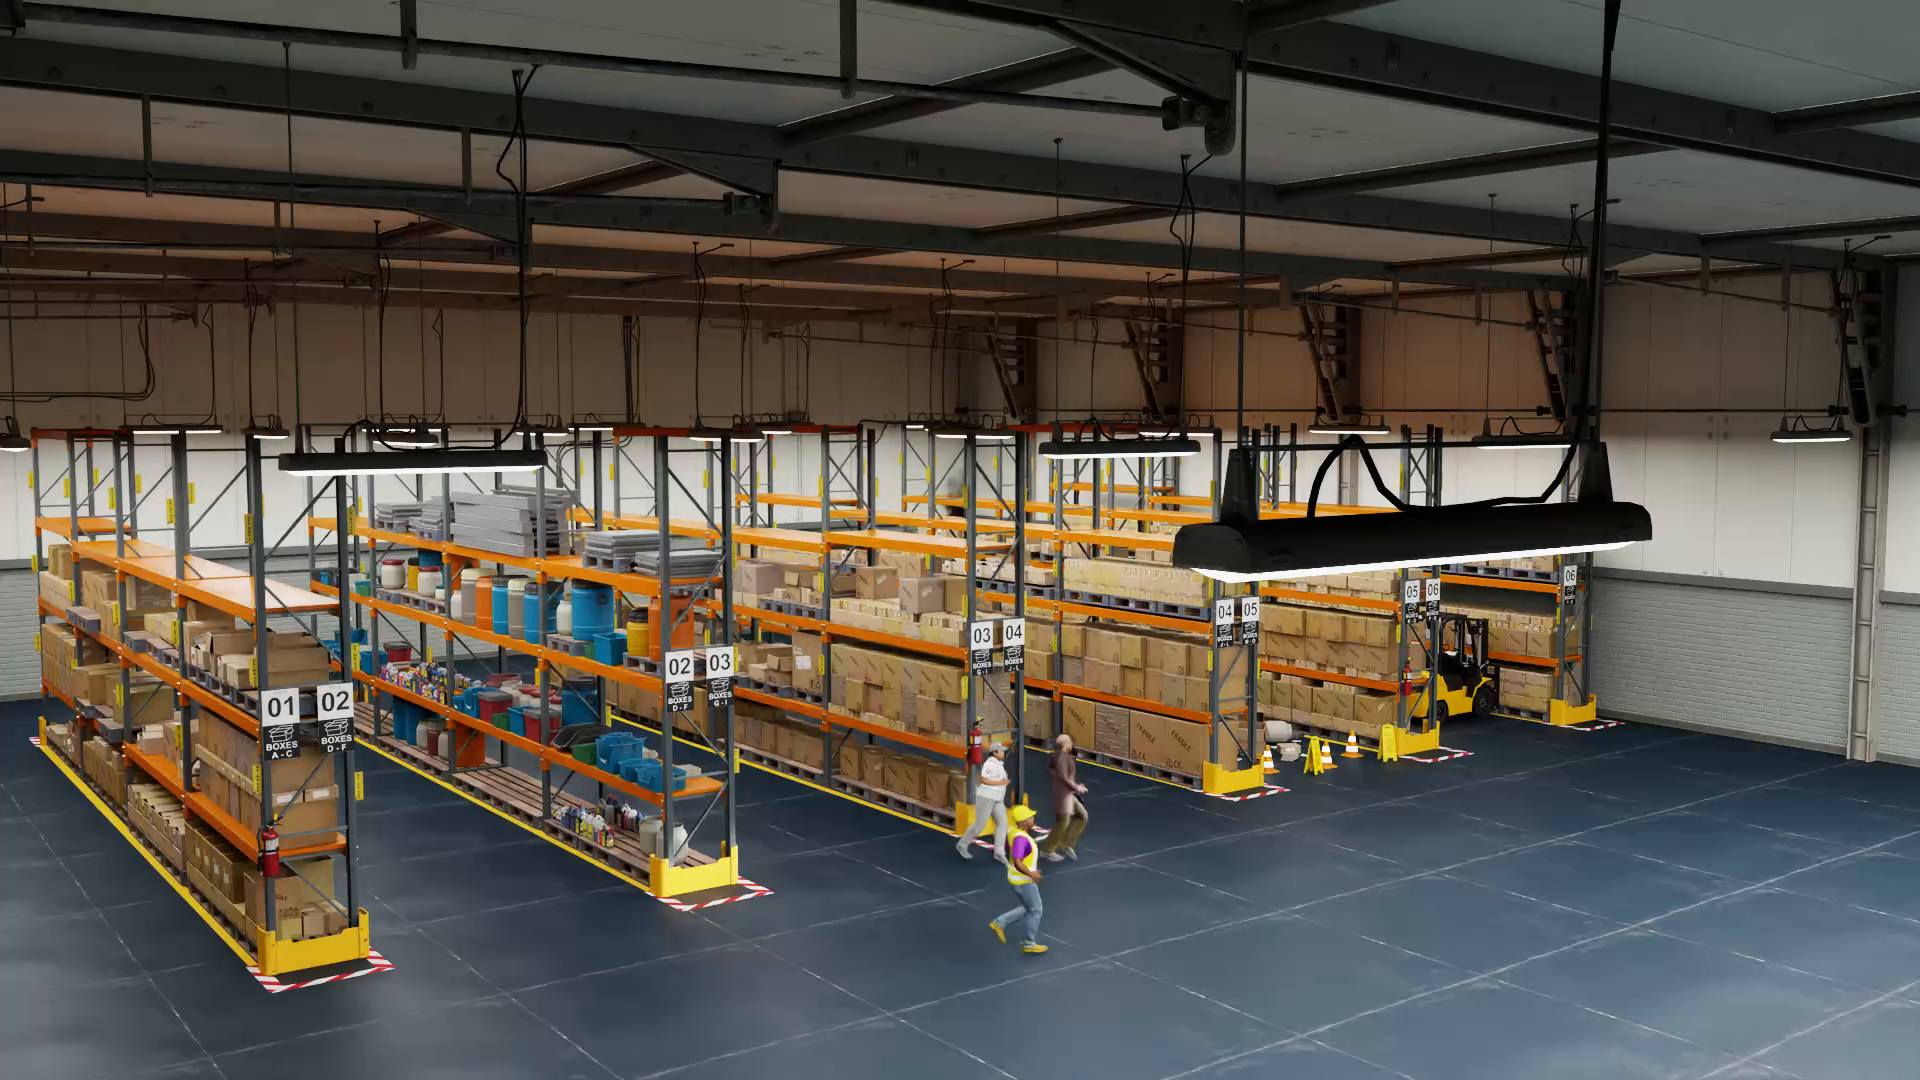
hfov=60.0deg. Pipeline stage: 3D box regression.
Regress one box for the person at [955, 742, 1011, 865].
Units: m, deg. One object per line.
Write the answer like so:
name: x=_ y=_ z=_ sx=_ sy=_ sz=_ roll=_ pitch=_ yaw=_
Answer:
person: x=0.425 y=3.677 z=23.409 sx=0.840 sy=1.668 sz=0.640 roll=2 pitch=5 yaw=28

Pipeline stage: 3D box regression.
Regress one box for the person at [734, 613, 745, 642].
person: x=-5.529 y=2.211 z=41.782 sx=0.540 sy=1.550 sz=0.597 roll=0 pitch=4 yaw=1

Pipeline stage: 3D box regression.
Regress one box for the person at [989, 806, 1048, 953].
person: x=0.691 y=3.944 z=19.301 sx=0.676 sy=1.733 sz=0.711 roll=-1 pitch=5 yaw=-8

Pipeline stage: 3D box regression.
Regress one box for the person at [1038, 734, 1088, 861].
person: x=1.461 y=3.623 z=23.456 sx=0.692 sy=1.764 sz=0.767 roll=0 pitch=4 yaw=5
